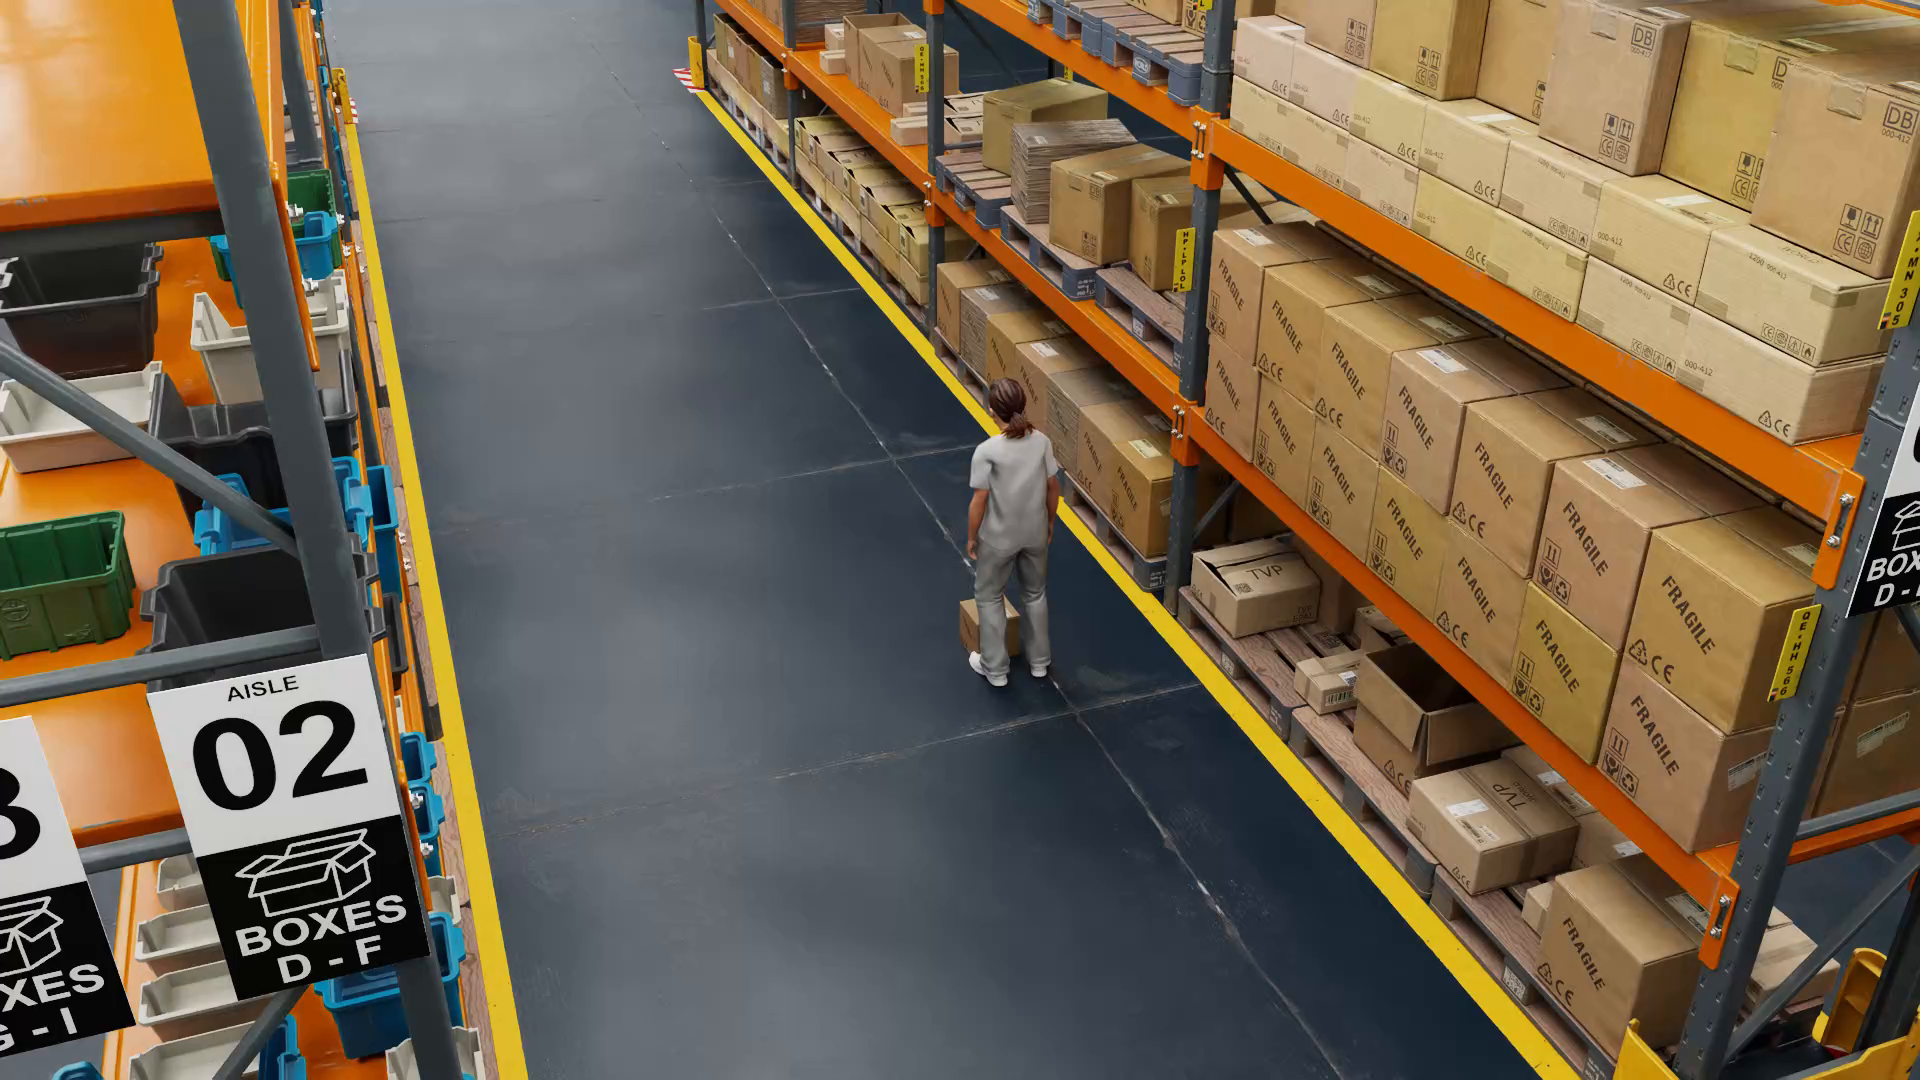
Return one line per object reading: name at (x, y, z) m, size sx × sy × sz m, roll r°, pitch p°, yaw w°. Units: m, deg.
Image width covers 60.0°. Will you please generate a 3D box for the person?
person at (0.260, -0.028, 8.389) m, size 0.485 × 1.672 × 0.361 m, roll -11°, pitch 32°, yaw -18°
